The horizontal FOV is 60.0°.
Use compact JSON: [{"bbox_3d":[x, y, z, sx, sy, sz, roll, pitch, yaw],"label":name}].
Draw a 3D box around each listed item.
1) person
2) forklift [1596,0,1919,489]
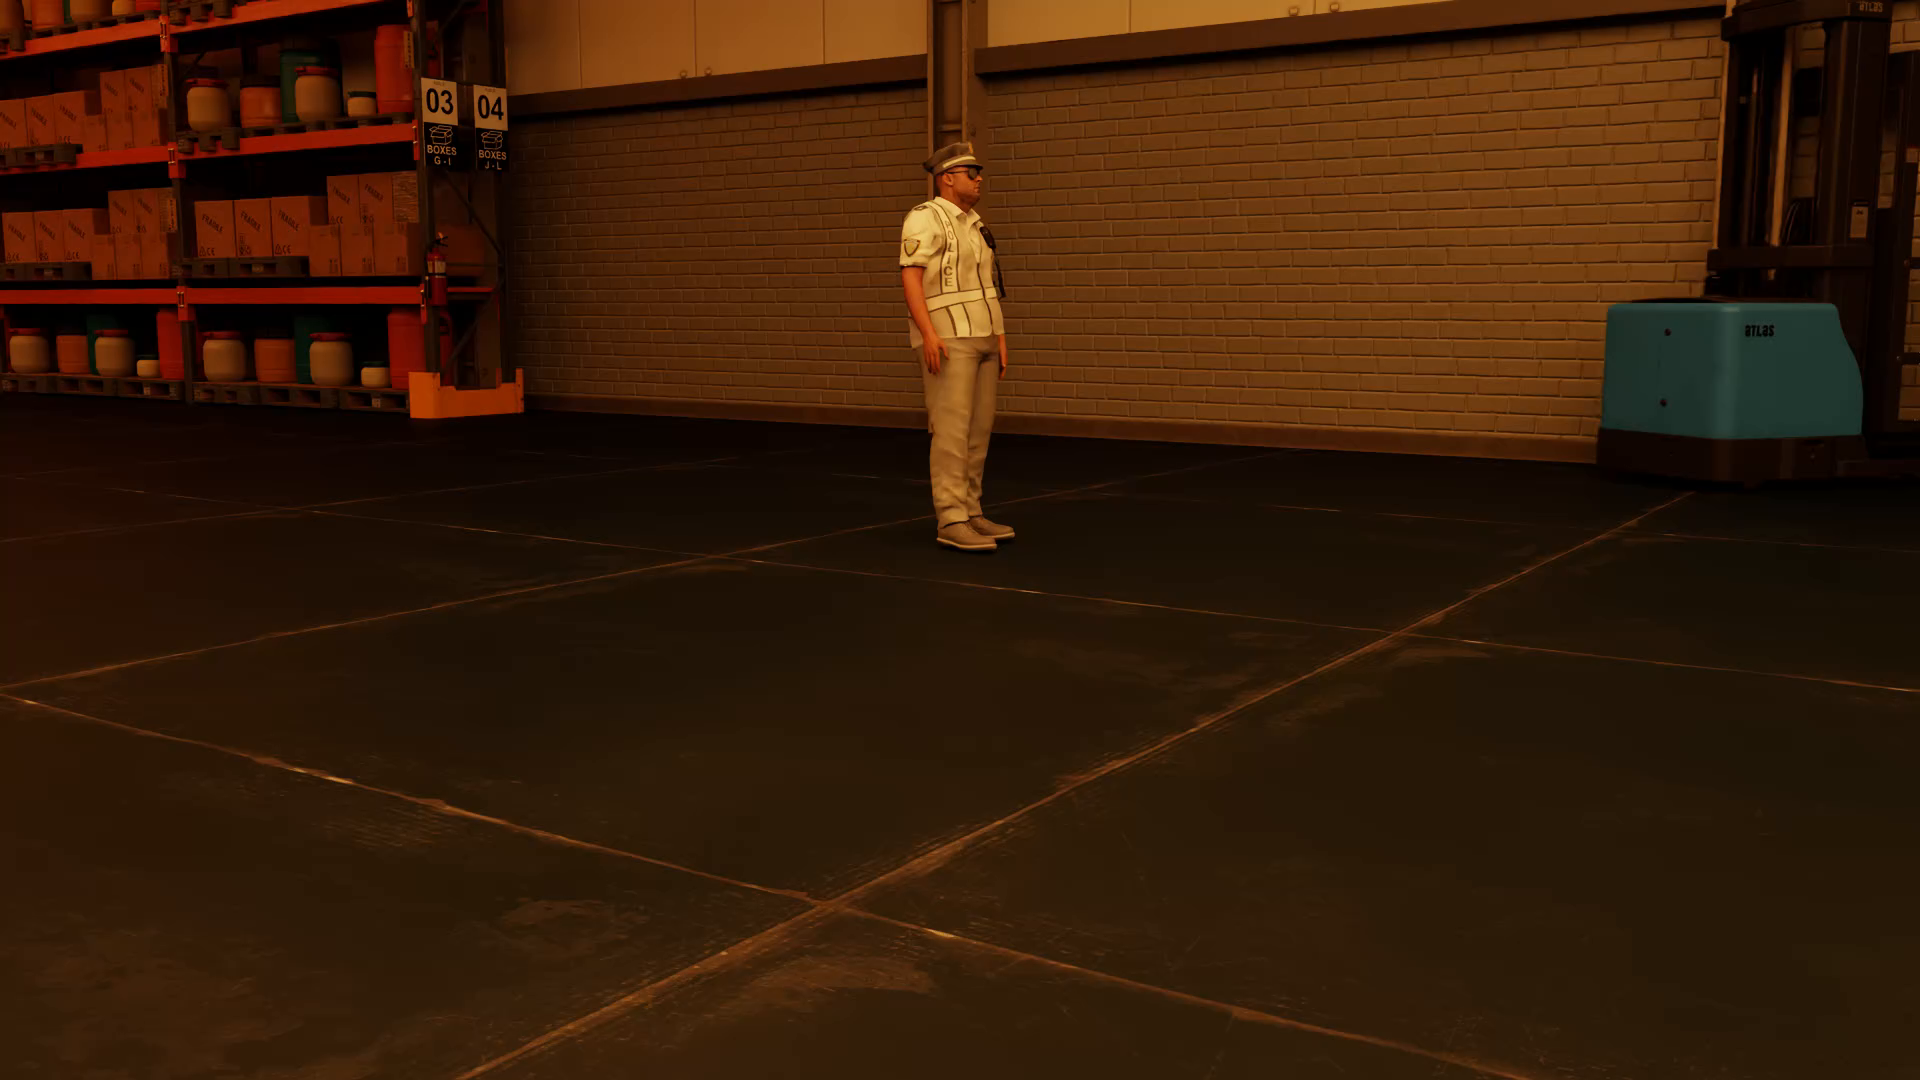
[{"bbox_3d":[0.057,-0.882,7.424,0.575,1.781,0.640,5,10,34],"label":"person"},{"bbox_3d":[5.499,-1.847,10.179,3.031,2.935,1.130,-3,9,-21],"label":"forklift"}]
